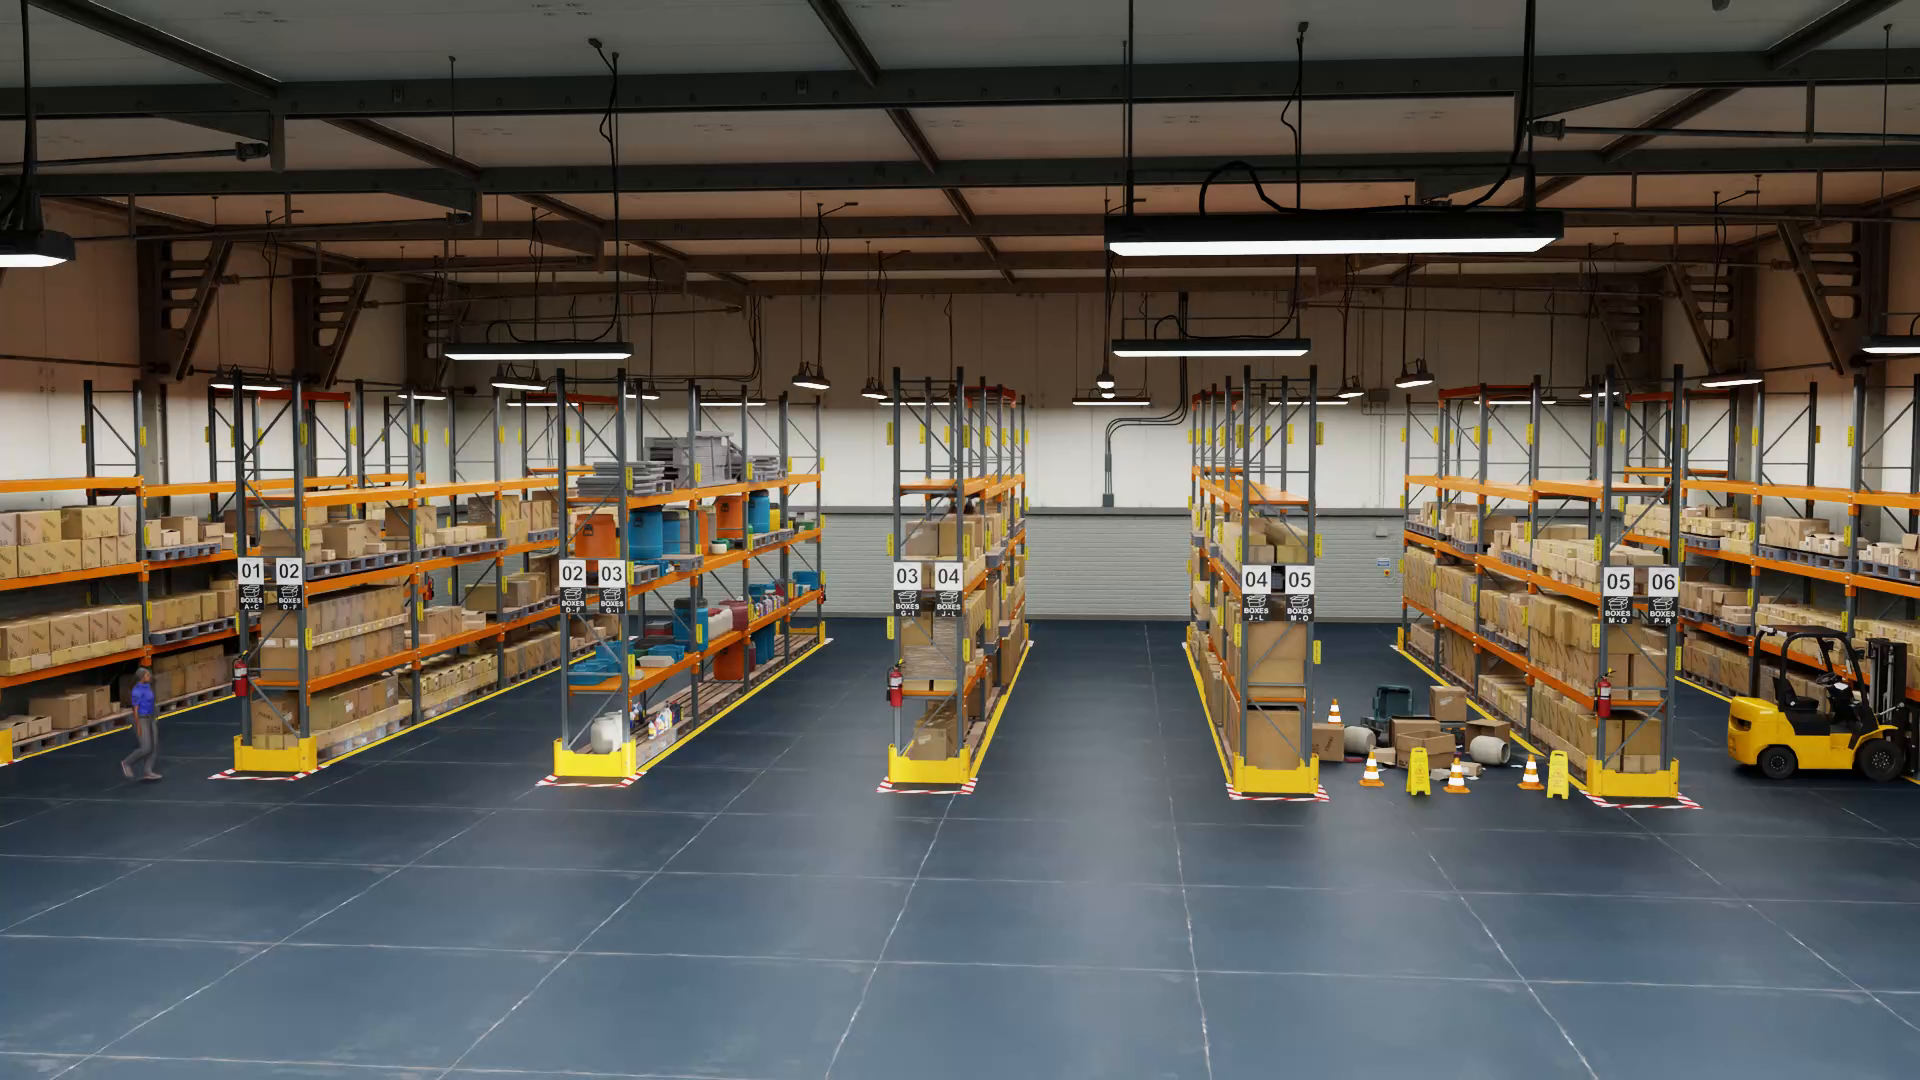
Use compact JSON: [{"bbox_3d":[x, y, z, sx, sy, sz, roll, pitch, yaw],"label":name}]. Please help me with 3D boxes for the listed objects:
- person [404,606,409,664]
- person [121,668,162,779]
[{"bbox_3d":[-12.362,1.924,36.724,0.490,1.599,0.432,0,4,4],"label":"person"},{"bbox_3d":[-11.885,2.671,24.110,0.510,1.620,0.467,0,4,6],"label":"person"}]
